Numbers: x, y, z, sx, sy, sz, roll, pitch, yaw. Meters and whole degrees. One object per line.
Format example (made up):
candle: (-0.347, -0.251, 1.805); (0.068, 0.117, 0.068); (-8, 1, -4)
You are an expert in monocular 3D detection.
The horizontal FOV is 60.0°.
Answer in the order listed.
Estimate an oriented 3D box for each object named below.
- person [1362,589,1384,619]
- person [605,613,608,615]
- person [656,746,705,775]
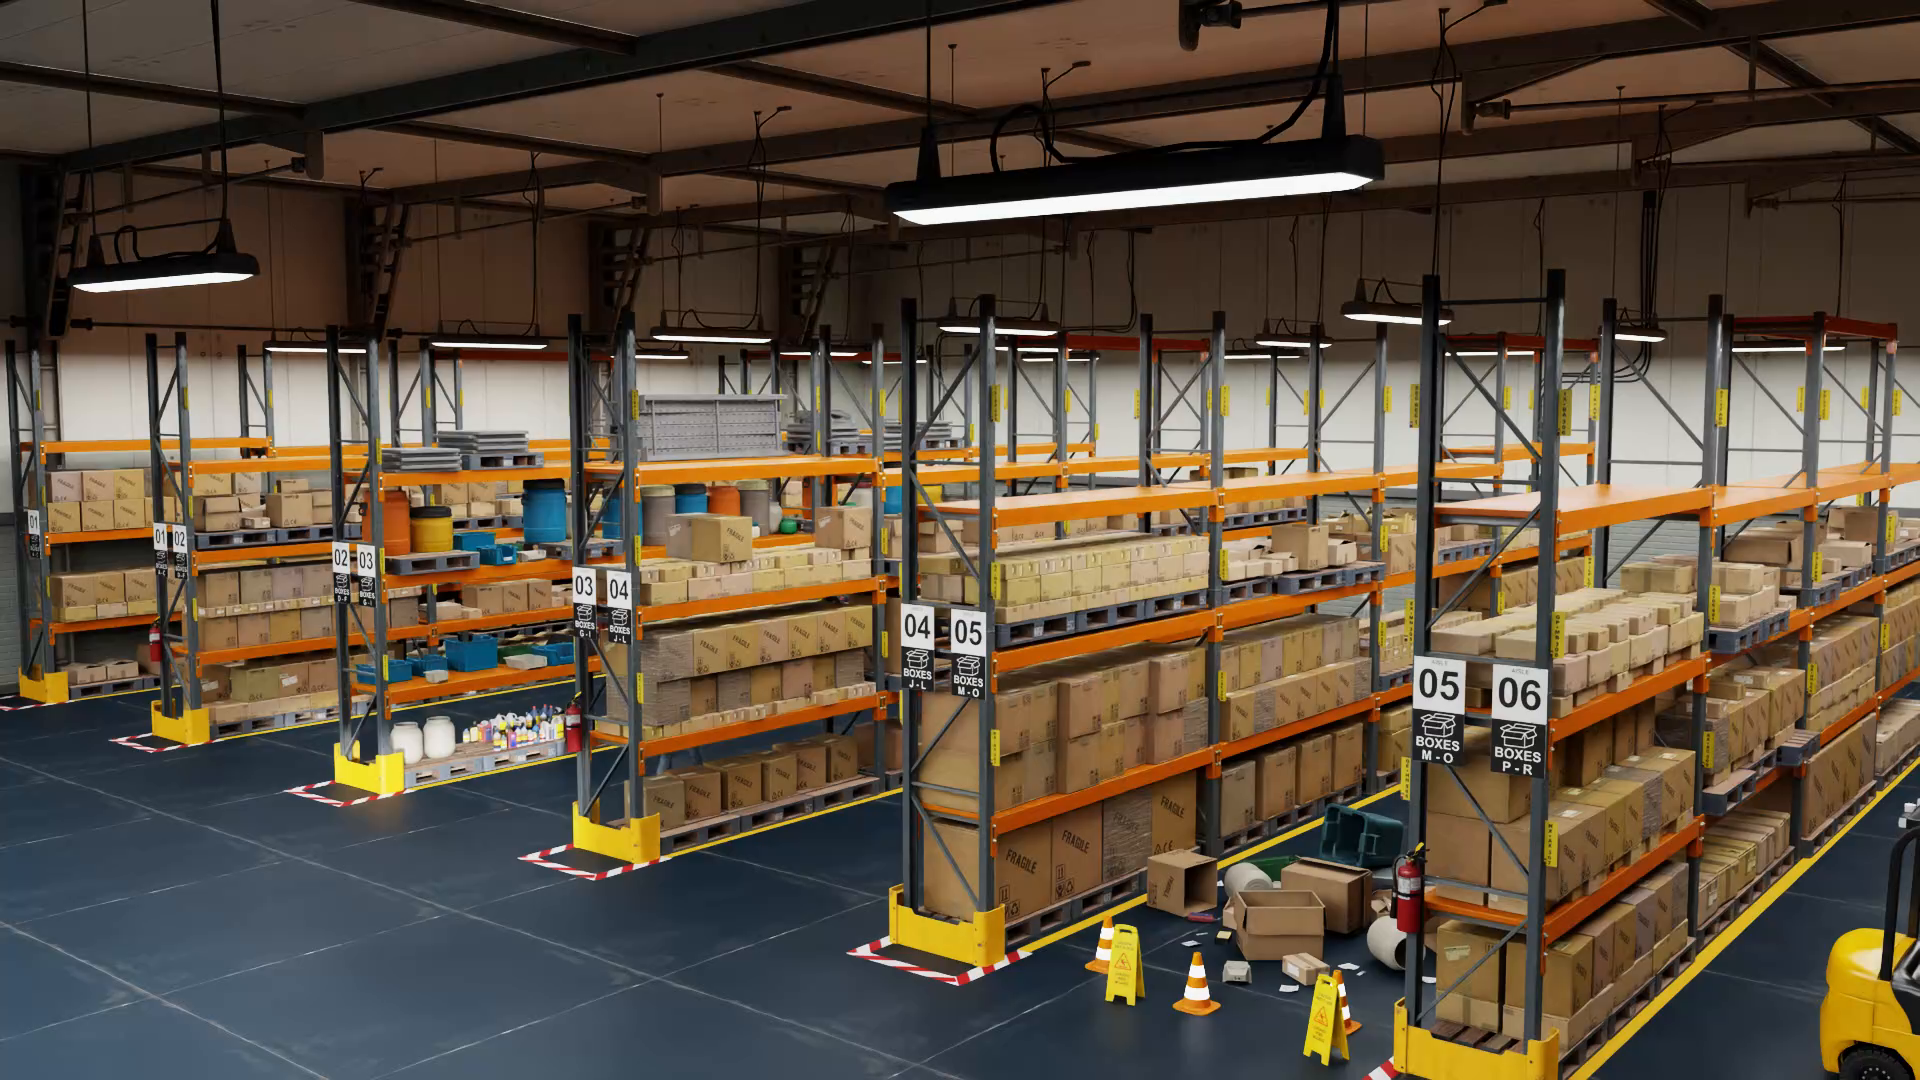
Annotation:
person: (8.104, 1.351, 32.457); (0.636, 1.751, 0.542); (0, 5, -4)
person: (-7.000, 1.291, 33.797); (0.688, 1.699, 0.683); (5, 7, 44)
person: (-3.592, 2.373, 21.222); (0.584, 1.712, 0.989); (2, 6, 24)
